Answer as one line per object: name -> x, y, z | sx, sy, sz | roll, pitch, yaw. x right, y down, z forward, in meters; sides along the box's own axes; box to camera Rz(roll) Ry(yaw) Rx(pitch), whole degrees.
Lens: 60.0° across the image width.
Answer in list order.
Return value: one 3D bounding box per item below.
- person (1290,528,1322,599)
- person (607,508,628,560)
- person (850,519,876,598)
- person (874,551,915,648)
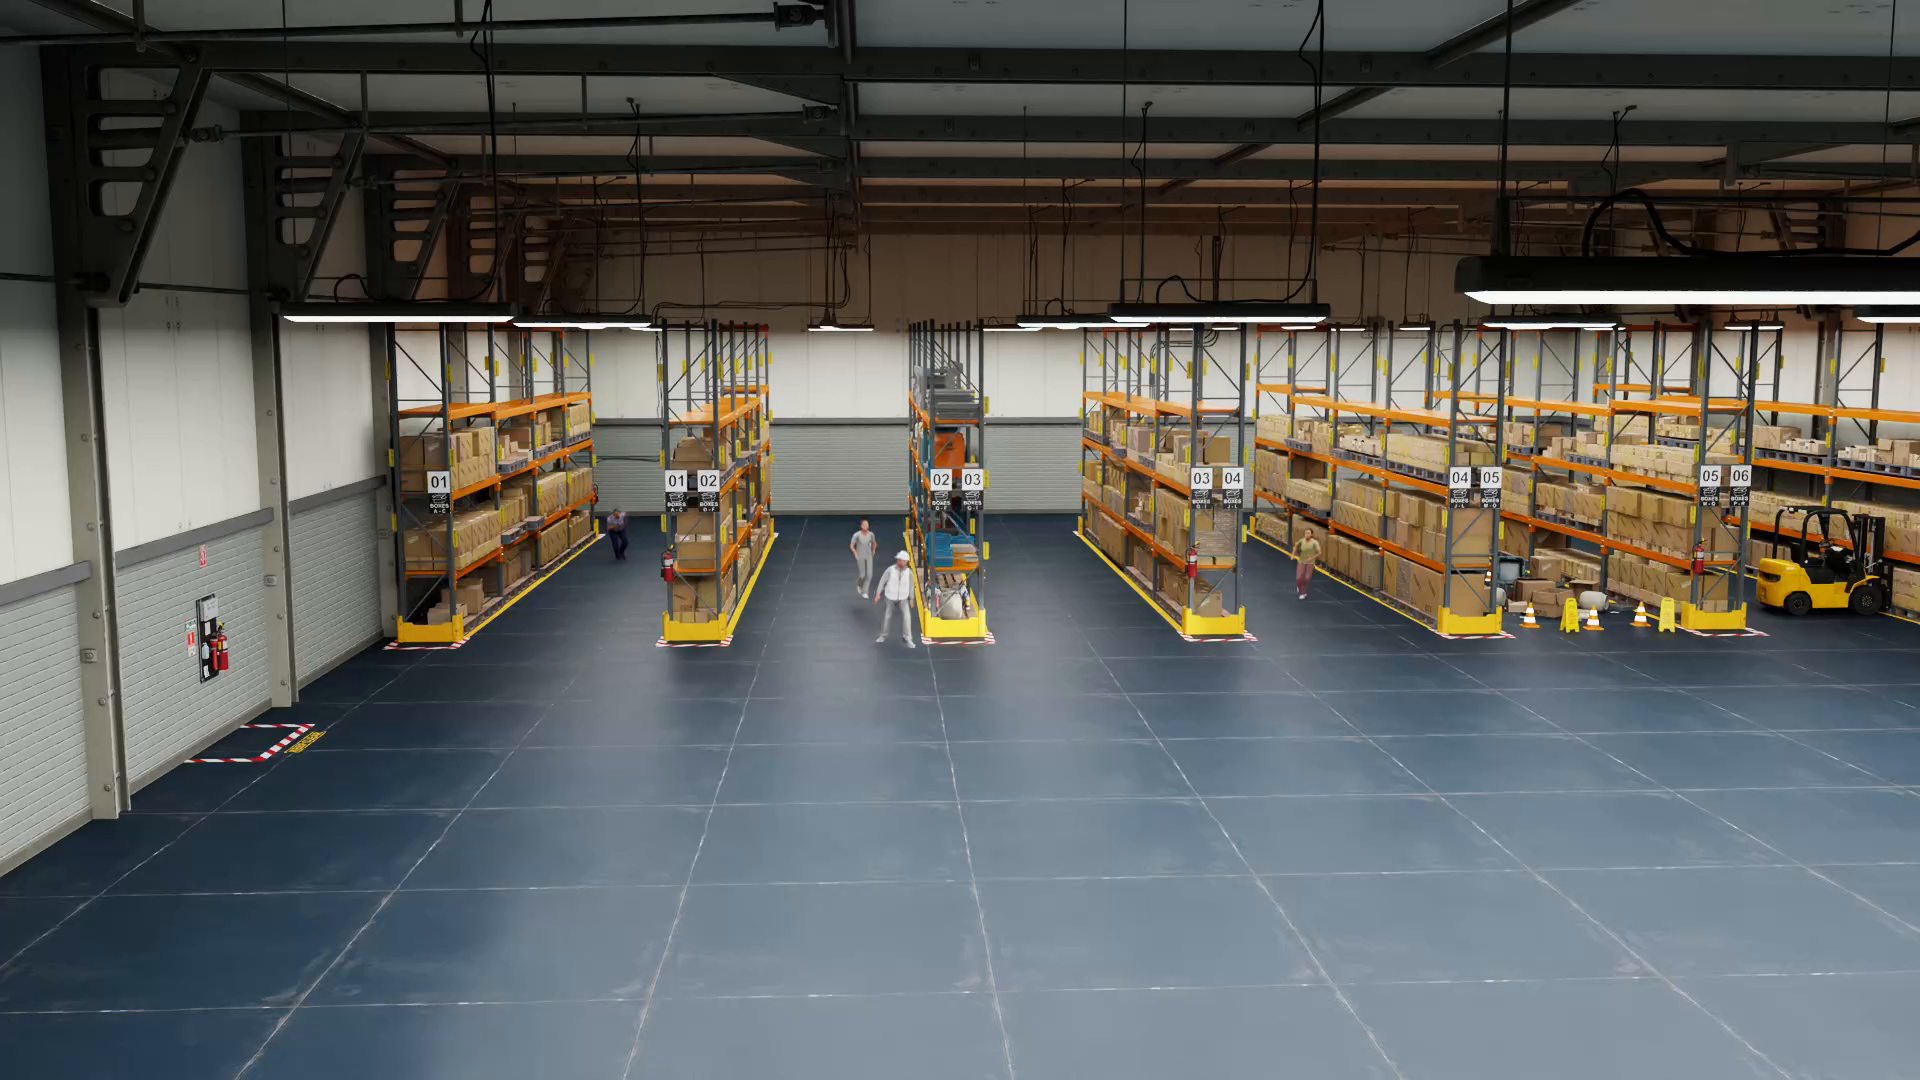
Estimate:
person -> 7.530, 0.502, 36.174 | 0.669, 1.582, 0.541 | 2, 7, 17
person -> -8.656, -0.142, 42.073 | 0.616, 1.368, 0.951 | -3, 8, -22
person -> -1.993, 0.374, 34.491 | 0.575, 1.632, 0.609 | -2, 7, -18
person -> -1.210, 1.077, 30.634 | 0.758, 1.755, 0.770 | -2, 7, -16
